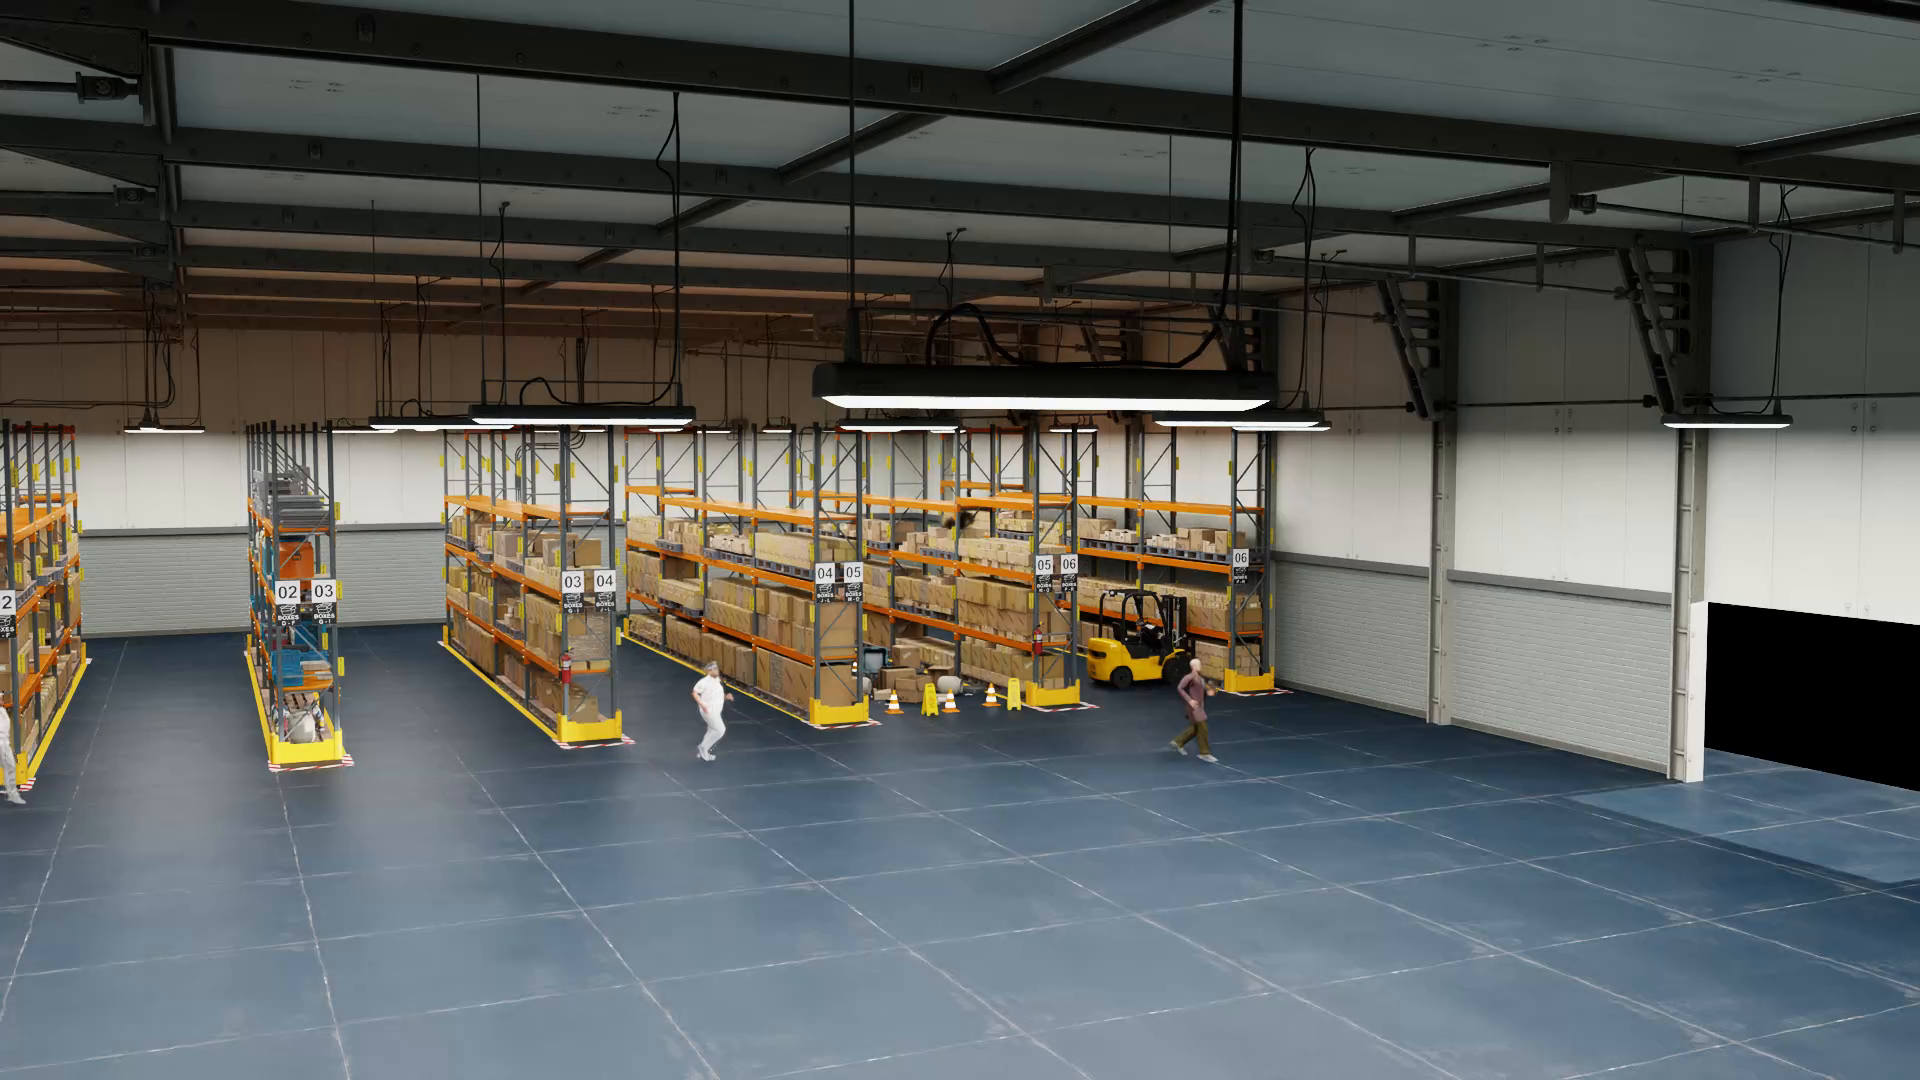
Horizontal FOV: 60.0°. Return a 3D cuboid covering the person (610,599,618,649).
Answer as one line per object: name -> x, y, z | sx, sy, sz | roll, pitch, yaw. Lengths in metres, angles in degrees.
person -> -9.339, 2.090, 44.138 | 0.649, 1.739, 0.601 | -2, 4, -24

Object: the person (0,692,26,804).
person -> -14.951, 3.209, 25.787 | 0.993, 1.783, 0.719 | 0, 4, 5

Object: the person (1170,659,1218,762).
person -> 4.133, 2.991, 29.358 | 0.922, 1.793, 0.705 | 2, 4, 25

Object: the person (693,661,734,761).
person -> -4.330, 3.010, 29.373 | 0.647, 1.768, 0.638 | 1, 4, 14
